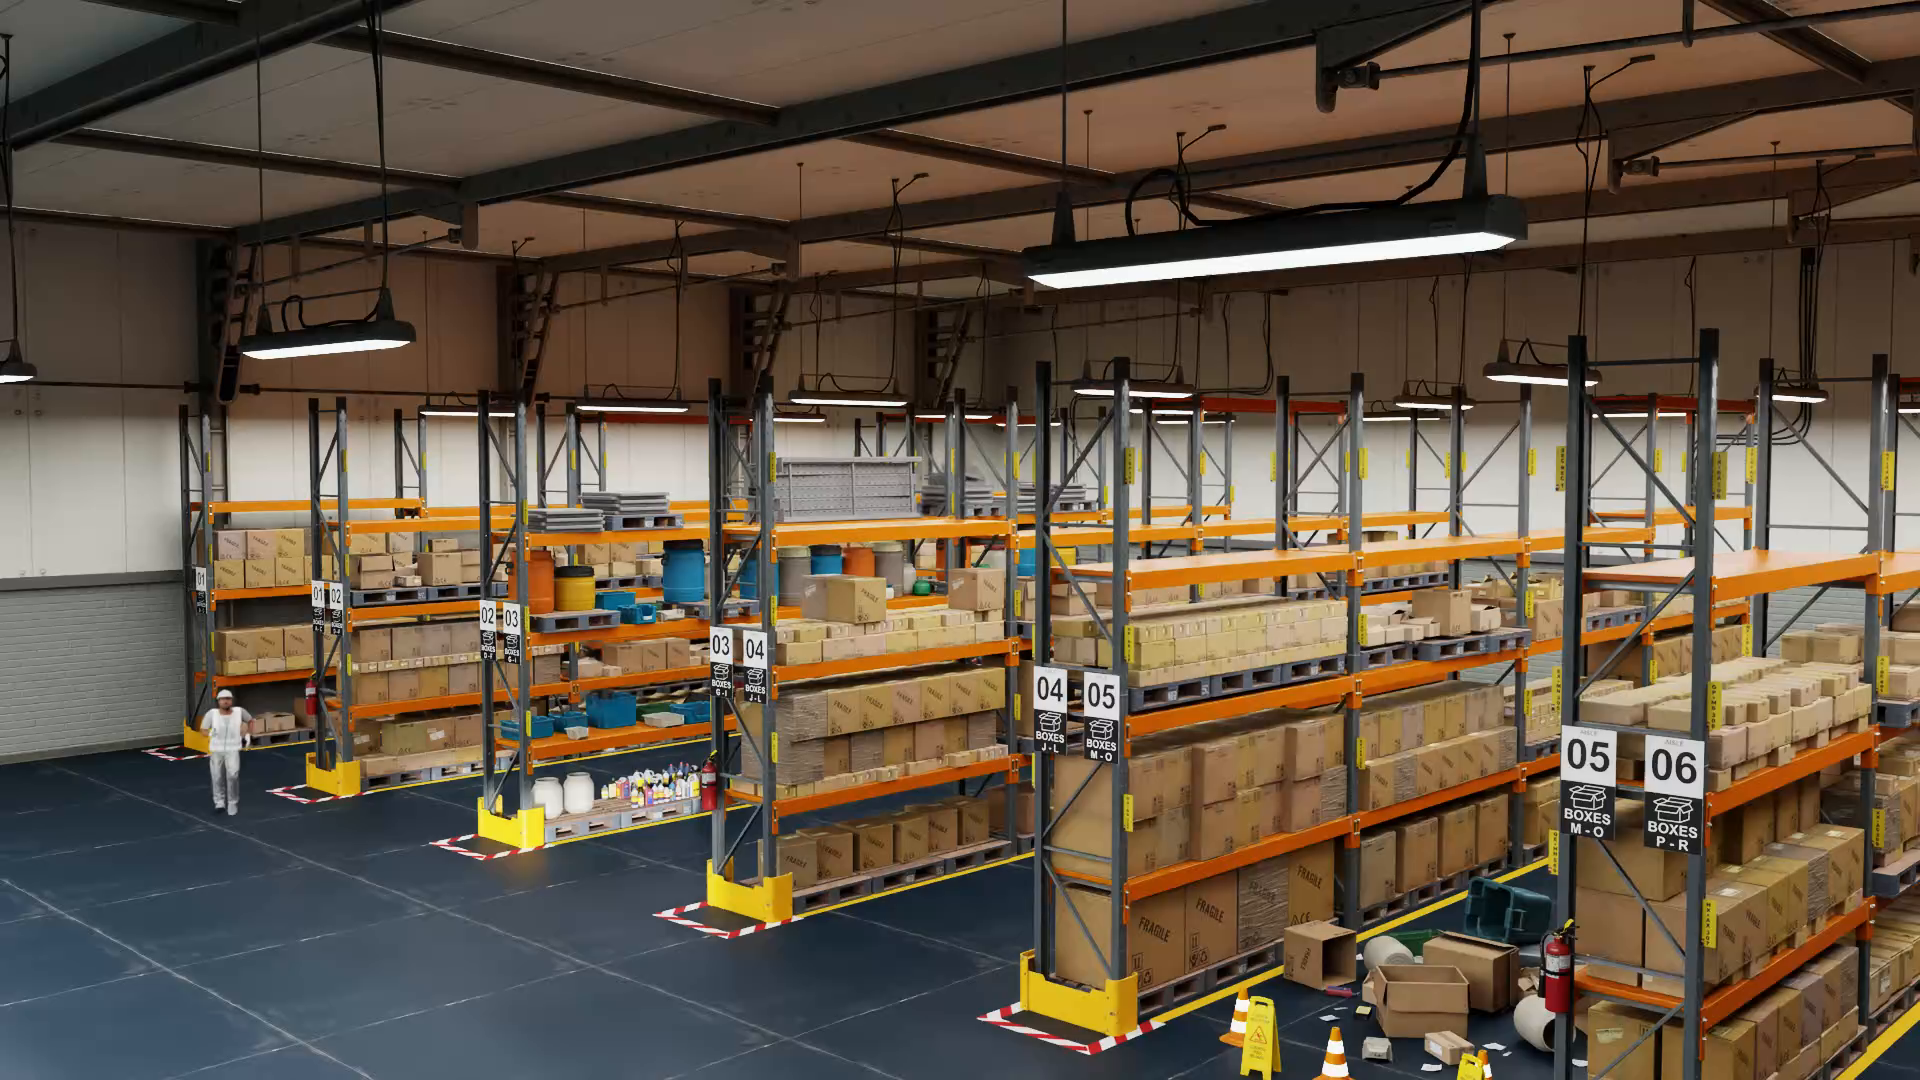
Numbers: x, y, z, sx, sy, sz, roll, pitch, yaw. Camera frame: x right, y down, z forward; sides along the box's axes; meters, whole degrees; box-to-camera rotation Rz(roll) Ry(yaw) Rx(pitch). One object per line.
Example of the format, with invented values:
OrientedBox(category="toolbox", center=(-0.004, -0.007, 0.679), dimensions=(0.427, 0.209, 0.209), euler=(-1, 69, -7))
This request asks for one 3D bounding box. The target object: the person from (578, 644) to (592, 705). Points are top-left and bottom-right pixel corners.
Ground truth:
OrientedBox(category="person", center=(-6.910, 2.722, 30.465), dimensions=(0.630, 1.661, 0.938), euler=(3, 4, 42))

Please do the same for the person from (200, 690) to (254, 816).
OrientedBox(category="person", center=(-10.460, 3.033, 23.719), dimensions=(0.693, 1.805, 0.740), euler=(-1, 3, -19))
